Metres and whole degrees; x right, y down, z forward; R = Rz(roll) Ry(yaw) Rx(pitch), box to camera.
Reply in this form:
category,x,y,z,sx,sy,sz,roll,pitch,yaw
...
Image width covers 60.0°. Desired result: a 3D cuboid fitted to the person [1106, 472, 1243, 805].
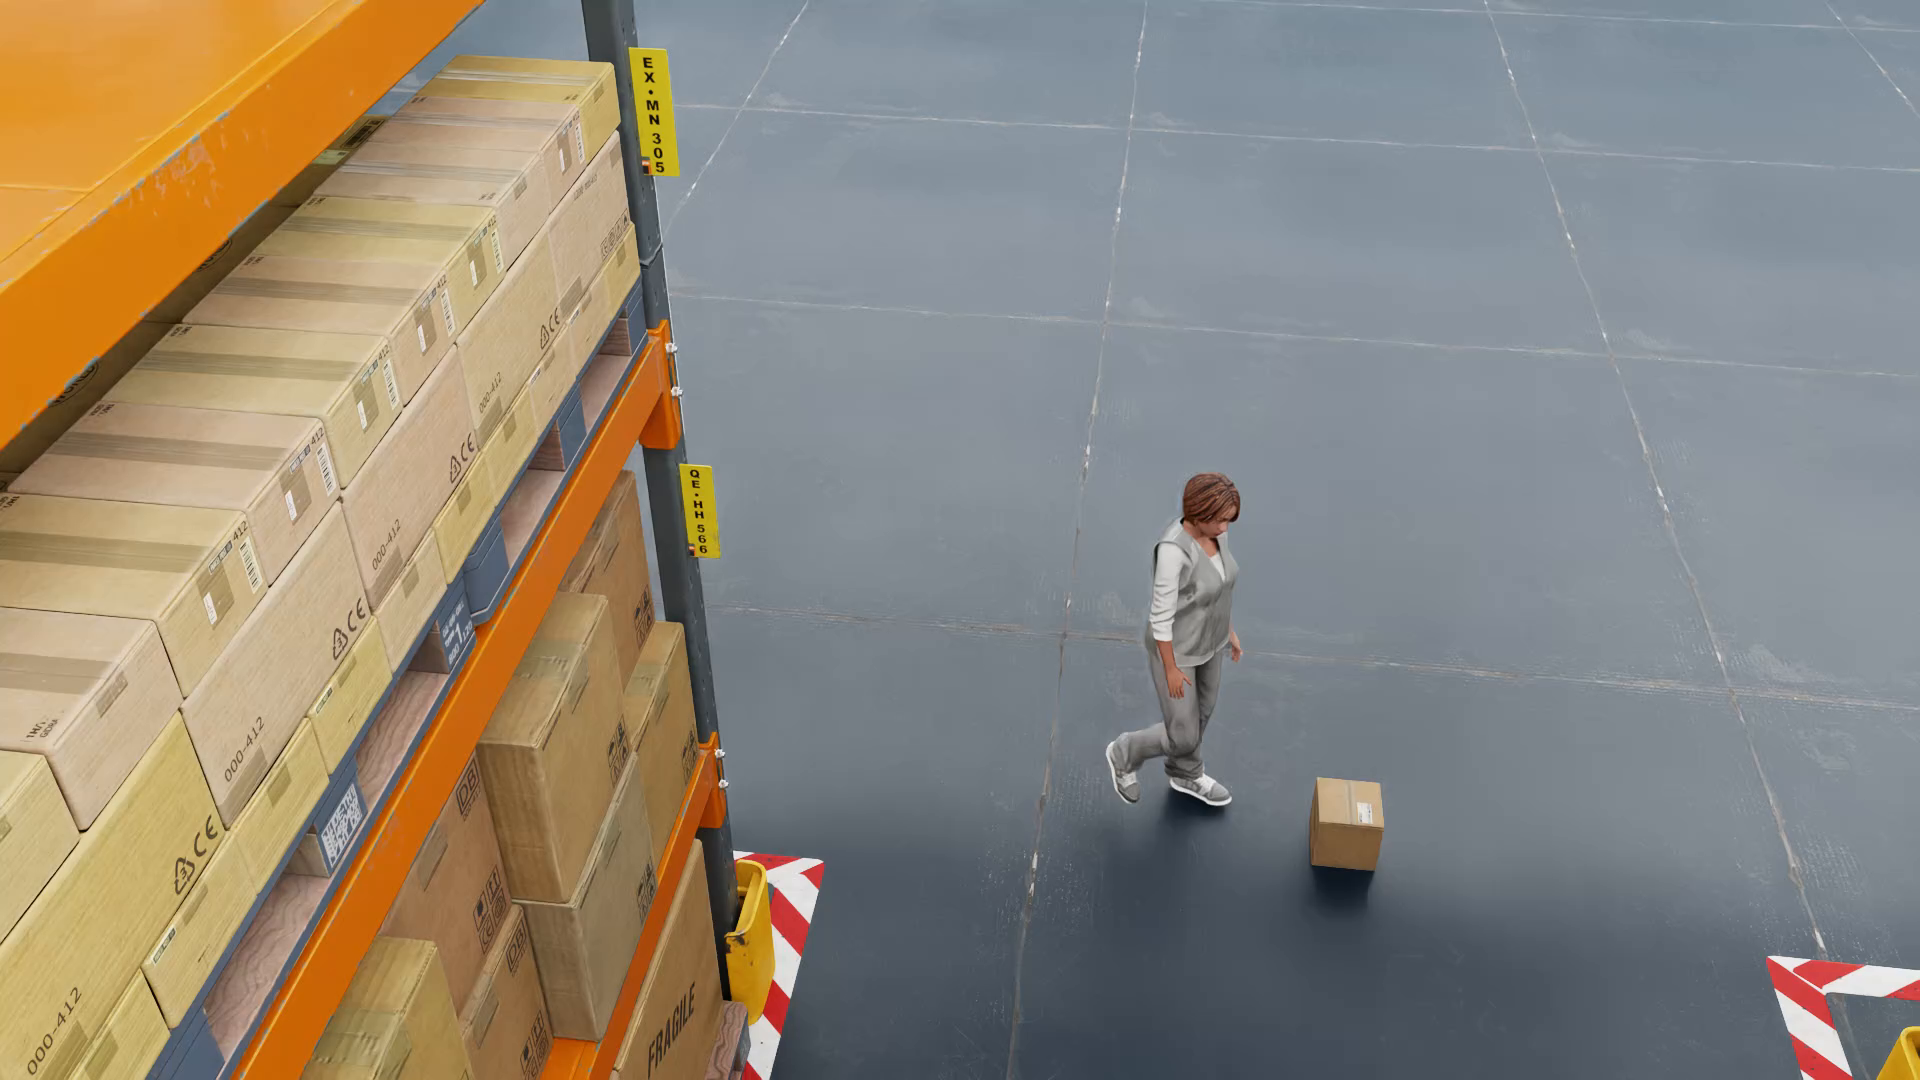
category,x,y,z,sx,sy,sz,roll,pitch,yaw
person,0.867,0.425,6.454,0.475,1.578,0.461,25,43,30
